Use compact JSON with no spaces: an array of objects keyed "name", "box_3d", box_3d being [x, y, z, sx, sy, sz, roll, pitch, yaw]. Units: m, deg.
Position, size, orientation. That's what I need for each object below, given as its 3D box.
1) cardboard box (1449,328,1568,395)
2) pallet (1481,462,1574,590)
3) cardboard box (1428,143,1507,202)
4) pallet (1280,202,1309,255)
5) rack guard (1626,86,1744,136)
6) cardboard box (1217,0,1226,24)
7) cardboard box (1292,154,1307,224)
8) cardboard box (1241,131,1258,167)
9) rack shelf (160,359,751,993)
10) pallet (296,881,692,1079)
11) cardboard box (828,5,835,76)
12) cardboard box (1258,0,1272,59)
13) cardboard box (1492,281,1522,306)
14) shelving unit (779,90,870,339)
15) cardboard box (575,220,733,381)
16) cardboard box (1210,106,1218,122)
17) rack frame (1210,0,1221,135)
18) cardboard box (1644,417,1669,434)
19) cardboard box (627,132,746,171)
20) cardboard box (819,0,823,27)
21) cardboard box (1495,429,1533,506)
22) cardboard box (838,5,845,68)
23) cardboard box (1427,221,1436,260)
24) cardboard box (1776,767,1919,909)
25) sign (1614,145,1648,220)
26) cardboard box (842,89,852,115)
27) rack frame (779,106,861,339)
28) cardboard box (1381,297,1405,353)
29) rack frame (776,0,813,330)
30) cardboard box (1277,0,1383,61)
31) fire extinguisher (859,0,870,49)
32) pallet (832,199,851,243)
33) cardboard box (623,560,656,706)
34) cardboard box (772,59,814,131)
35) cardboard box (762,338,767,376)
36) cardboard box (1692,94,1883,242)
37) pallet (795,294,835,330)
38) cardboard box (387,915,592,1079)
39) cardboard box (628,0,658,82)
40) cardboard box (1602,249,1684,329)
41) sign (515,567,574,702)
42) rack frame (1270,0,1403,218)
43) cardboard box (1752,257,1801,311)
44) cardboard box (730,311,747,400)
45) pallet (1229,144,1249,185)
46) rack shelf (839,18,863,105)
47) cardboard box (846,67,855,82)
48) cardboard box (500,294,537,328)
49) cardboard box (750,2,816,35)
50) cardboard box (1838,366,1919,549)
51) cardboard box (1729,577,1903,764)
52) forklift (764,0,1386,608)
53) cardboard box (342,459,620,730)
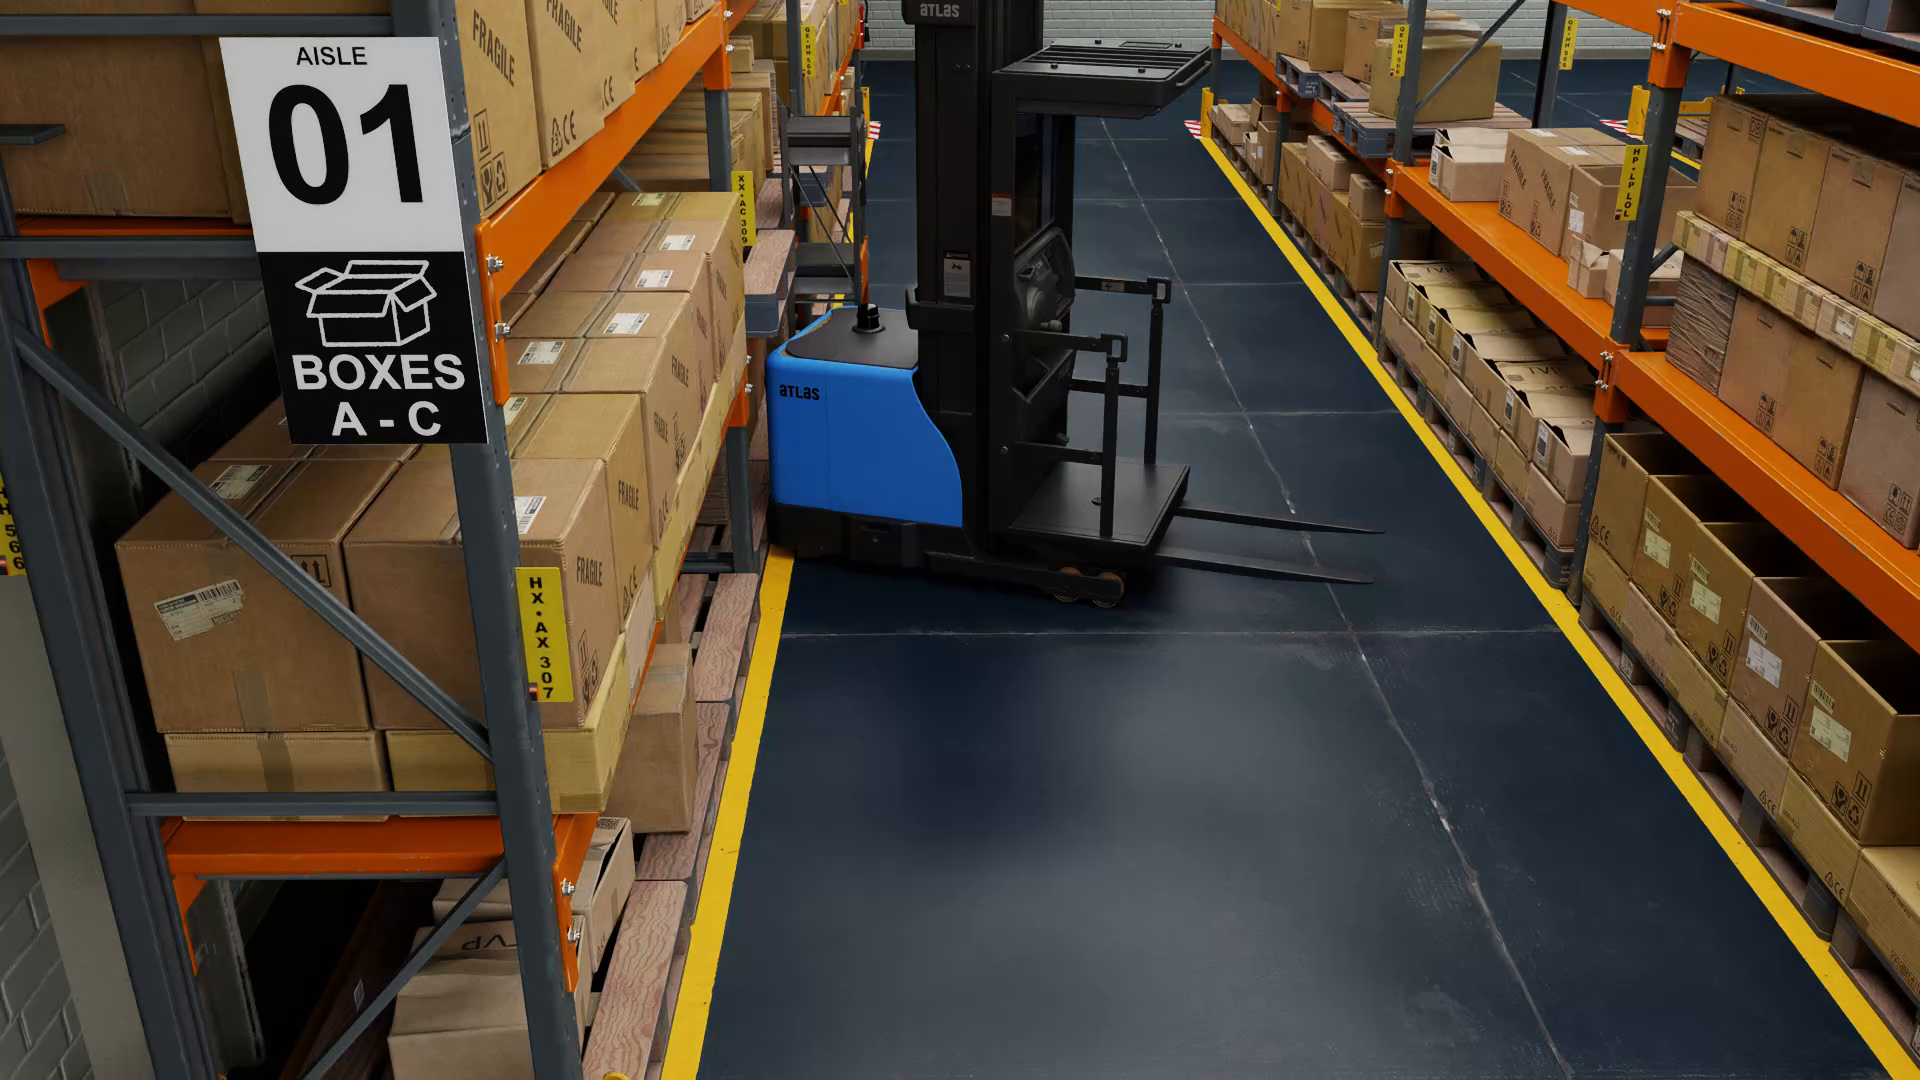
[{"name":"cardboard box","box_3d":[3.157,-1.054,9.587,0.500,0.311,0.500,-1,24,-1]},{"name":"pallet","box_3d":[3.418,-0.100,8.716,1.003,0.211,1.213,0,24,-1]},{"name":"cardboard box","box_3d":[3.237,-2.306,10.316,0.500,0.311,0.500,-1,24,-1]},{"name":"pallet","box_3d":[3.424,-2.758,14.593,1.003,0.211,1.213,0,24,-1]},{"name":"rack guard","box_3d":[8.274,-4.904,18.986,1.175,0.500,0.348,0,24,-1]},{"name":"cardboard box","box_3d":[3.075,-5.874,17.976,0.500,0.500,0.500,0,24,1]},{"name":"cardboard box","box_3d":[3.156,-3.005,14.254,0.500,0.500,0.500,0,24,0]},{"name":"cardboard box","box_3d":[3.079,-3.882,16.422,0.500,0.311,0.500,0,24,-1]},{"name":"rack shelf","box_3d":[-1.467,0.108,5.744,1.077,0.370,4.000,0,24,-1]},{"name":"pallet","box_3d":[-1.419,1.509,5.158,1.003,0.211,1.213,0,24,-1]},{"name":"cardboard box","box_3d":[-1.303,-4.131,13.738,0.500,0.500,0.500,0,24,0]},{"name":"cardboard box","box_3d":[3.108,-4.827,15.661,0.500,0.500,0.500,0,24,1]},{"name":"cardboard box","box_3d":[3.685,-1.481,10.531,0.500,0.311,0.500,-1,24,-1]},{"name":"shelving unit","box_3d":[-0.734,-1.398,9.294,0.431,2.100,0.503,0,24,1]},{"name":"cardboard box","box_3d":[-1.163,-0.927,6.408,0.500,0.500,0.500,0,24,-1]},{"name":"cardboard box","box_3d":[2.995,-4.740,18.515,0.380,0.149,0.250,0,24,-1]},{"name":"rack frame","box_3d":[3.334,-6.012,18.403,1.000,3.000,0.127,0,24,-1]},{"name":"cardboard box","box_3d":[3.709,-0.433,8.214,0.500,0.311,0.500,0,24,0]},{"name":"cardboard box","box_3d":[-1.459,-1.730,8.280,0.700,0.500,0.500,2,24,5]},{"name":"cardboard box","box_3d":[-1.307,-4.050,12.648,0.500,0.250,0.500,-1,24,-2]},{"name":"cardboard box","box_3d":[3.167,-0.384,8.786,0.500,0.250,0.500,-1,24,-1]},{"name":"cardboard box","box_3d":[-1.565,-4.700,15.139,0.980,0.700,0.700,0,24,0]},{"name":"cardboard box","box_3d":[3.691,-2.182,12.434,0.500,0.500,0.500,-1,24,-2]},{"name":"cardboard box","box_3d":[3.182,1.011,5.703,0.500,0.250,0.500,0,24,-1]},{"name":"sign","box_3d":[2.922,-1.553,7.234,0.100,0.325,0.005,0,24,-1]},{"name":"cardboard box","box_3d":[-1.506,-4.547,17.687,0.700,0.500,0.500,0,24,-1]},{"name":"rack frame","box_3d":[-0.738,-1.298,9.071,0.400,2.100,0.015,0,24,1]},{"name":"cardboard box","box_3d":[3.133,-1.437,11.115,0.500,0.250,0.500,0,24,-1]},{"name":"rack frame","box_3d":[-1.532,-2.692,11.062,1.000,3.000,0.127,0,24,-1]},{"name":"cardboard box","box_3d":[3.159,-4.405,14.218,0.700,0.500,0.500,-9,26,-18]},{"name":"fire extinguisher","box_3d":[-1.160,-5.848,18.585,0.296,0.674,0.183,0,24,-1]},{"name":"pallet","box_3d":[-1.492,-2.752,14.579,1.003,0.211,1.213,0,24,-1]},{"name":"cardboard box","box_3d":[-1.153,0.247,4.721,0.500,0.250,0.500,-1,24,-2]},{"name":"cardboard box","box_3d":[-1.282,-3.083,11.421,0.500,0.500,0.500,0,24,1]},{"name":"cardboard box","box_3d":[-1.583,-1.244,10.361,0.700,0.500,0.500,0,24,-1]},{"name":"cardboard box","box_3d":[3.476,-1.521,6.778,0.700,0.500,0.500,0,24,0]},{"name":"pallet","box_3d":[-1.466,-1.747,12.356,1.003,0.211,1.213,0,24,-1]},{"name":"cardboard box","box_3d":[-1.363,1.344,4.868,0.500,0.311,0.500,-3,25,-7]},{"name":"cardboard box","box_3d":[-1.206,-1.612,4.888,0.500,0.500,0.500,1,24,3]},{"name":"cardboard box","box_3d":[3.416,-1.202,7.949,0.500,0.250,0.500,1,24,3]},{"name":"sign","box_3d":[-0.902,0.208,3.600,0.100,0.325,0.005,0,24,-1]},{"name":"rack frame","box_3d":[3.377,-4.364,14.759,1.000,3.000,0.127,0,24,-1]},{"name":"cardboard box","box_3d":[3.286,-0.979,6.367,0.380,0.149,0.250,0,24,-1]},{"name":"cardboard box","box_3d":[-1.180,-0.791,7.016,0.500,0.250,0.500,0,24,0]},{"name":"pallet","box_3d":[3.355,-3.880,17.074,1.003,0.211,1.213,0,24,-1]},{"name":"rack shelf","box_3d":[-1.598,-4.837,16.677,1.077,0.370,4.000,0,24,-1]},{"name":"cardboard box","box_3d":[-1.328,-4.996,17.894,0.380,0.149,0.250,-1,24,-1]},{"name":"cardboard box","box_3d":[-1.674,-0.499,5.461,0.500,0.500,0.500,0,24,0]},{"name":"cardboard box","box_3d":[-1.286,-3.634,11.727,0.500,0.250,0.500,-1,24,-1]},{"name":"cardboard box","box_3d":[3.496,-0.295,5.641,0.700,0.500,0.500,0,24,1]},{"name":"cardboard box","box_3d":[3.175,0.463,6.004,0.500,0.500,0.500,0,24,-1]},{"name":"forklift","box_3d":[0.596,-1.255,7.969,3.031,2.935,1.130,8,25,16]},{"name":"cardboard box","box_3d":[-1.150,0.124,4.083,0.500,0.500,0.500,0,24,0]}]
